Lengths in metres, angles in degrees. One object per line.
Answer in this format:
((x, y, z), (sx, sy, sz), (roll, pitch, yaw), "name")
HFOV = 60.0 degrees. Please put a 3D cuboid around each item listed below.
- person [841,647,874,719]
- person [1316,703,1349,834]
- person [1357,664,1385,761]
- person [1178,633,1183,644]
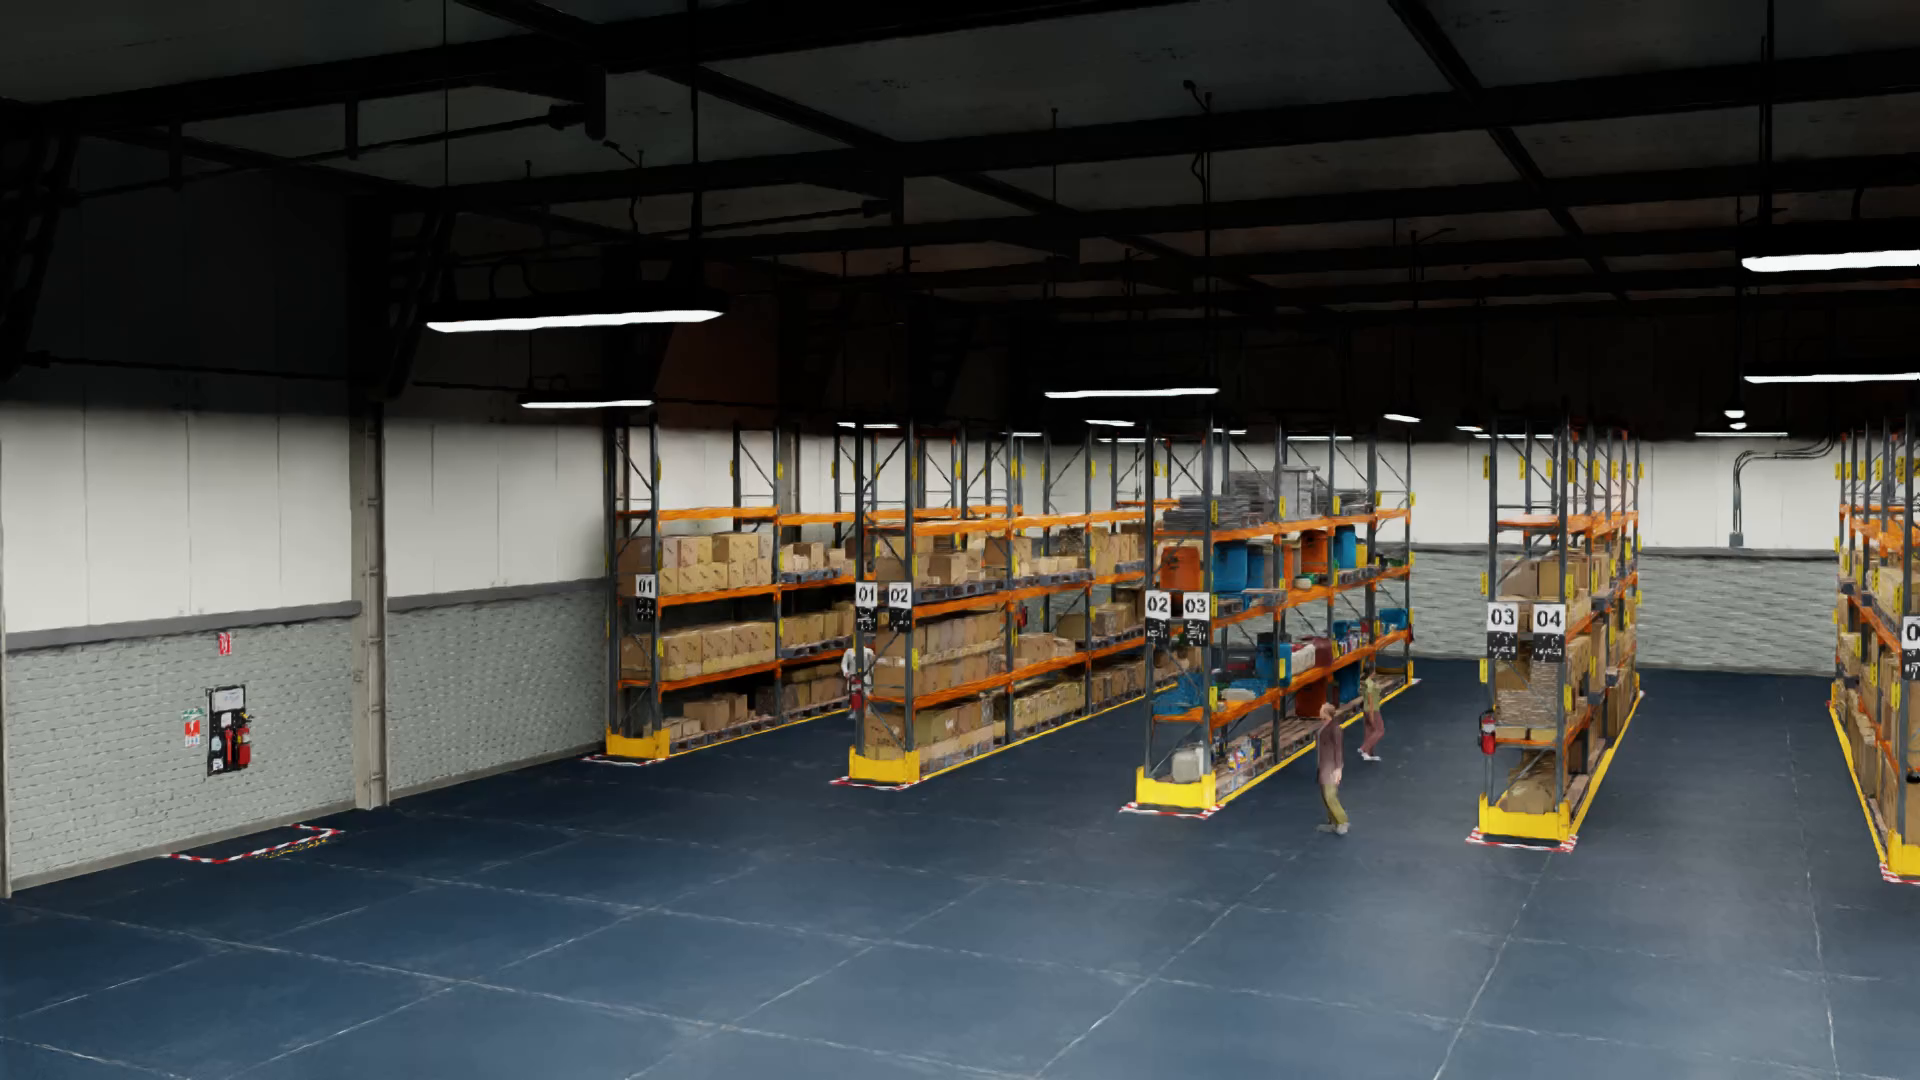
((-1.978, 2.773, 33.015), (0.735, 1.658, 0.905), (0, 2, 9), "person")
((5.114, 3.139, 22.897), (0.467, 1.773, 0.684), (0, 2, -8), "person")
((7.048, 2.964, 28.561), (0.413, 1.671, 0.492), (0, 2, -1), "person")
((5.999, 2.261, 43.677), (0.722, 1.781, 0.567), (-1, 3, -25), "person")
